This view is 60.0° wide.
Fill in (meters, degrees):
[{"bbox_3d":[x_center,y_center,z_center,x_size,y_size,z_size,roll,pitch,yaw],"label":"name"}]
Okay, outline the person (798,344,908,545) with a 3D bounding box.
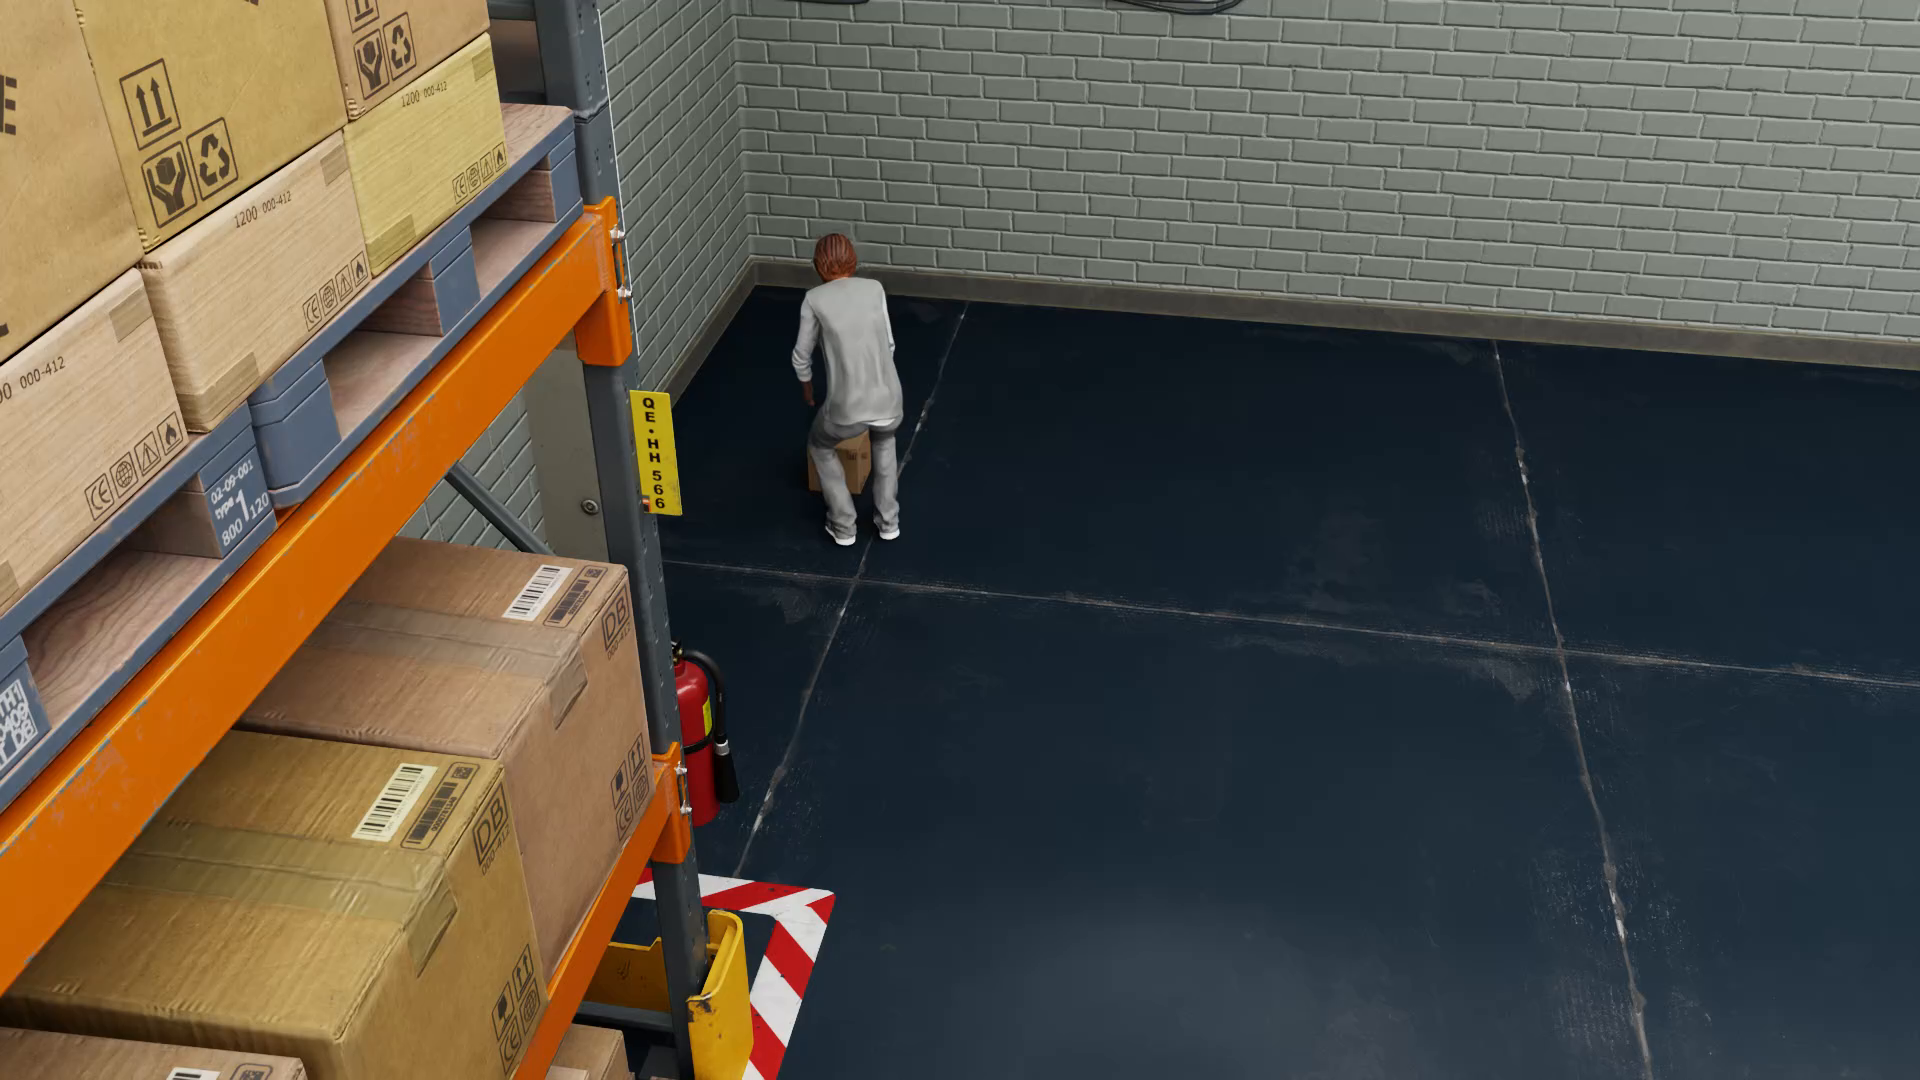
[{"bbox_3d":[-0.498,-0.426,7.612,0.437,0.767,0.860,-9,34,-13],"label":"person"}]
